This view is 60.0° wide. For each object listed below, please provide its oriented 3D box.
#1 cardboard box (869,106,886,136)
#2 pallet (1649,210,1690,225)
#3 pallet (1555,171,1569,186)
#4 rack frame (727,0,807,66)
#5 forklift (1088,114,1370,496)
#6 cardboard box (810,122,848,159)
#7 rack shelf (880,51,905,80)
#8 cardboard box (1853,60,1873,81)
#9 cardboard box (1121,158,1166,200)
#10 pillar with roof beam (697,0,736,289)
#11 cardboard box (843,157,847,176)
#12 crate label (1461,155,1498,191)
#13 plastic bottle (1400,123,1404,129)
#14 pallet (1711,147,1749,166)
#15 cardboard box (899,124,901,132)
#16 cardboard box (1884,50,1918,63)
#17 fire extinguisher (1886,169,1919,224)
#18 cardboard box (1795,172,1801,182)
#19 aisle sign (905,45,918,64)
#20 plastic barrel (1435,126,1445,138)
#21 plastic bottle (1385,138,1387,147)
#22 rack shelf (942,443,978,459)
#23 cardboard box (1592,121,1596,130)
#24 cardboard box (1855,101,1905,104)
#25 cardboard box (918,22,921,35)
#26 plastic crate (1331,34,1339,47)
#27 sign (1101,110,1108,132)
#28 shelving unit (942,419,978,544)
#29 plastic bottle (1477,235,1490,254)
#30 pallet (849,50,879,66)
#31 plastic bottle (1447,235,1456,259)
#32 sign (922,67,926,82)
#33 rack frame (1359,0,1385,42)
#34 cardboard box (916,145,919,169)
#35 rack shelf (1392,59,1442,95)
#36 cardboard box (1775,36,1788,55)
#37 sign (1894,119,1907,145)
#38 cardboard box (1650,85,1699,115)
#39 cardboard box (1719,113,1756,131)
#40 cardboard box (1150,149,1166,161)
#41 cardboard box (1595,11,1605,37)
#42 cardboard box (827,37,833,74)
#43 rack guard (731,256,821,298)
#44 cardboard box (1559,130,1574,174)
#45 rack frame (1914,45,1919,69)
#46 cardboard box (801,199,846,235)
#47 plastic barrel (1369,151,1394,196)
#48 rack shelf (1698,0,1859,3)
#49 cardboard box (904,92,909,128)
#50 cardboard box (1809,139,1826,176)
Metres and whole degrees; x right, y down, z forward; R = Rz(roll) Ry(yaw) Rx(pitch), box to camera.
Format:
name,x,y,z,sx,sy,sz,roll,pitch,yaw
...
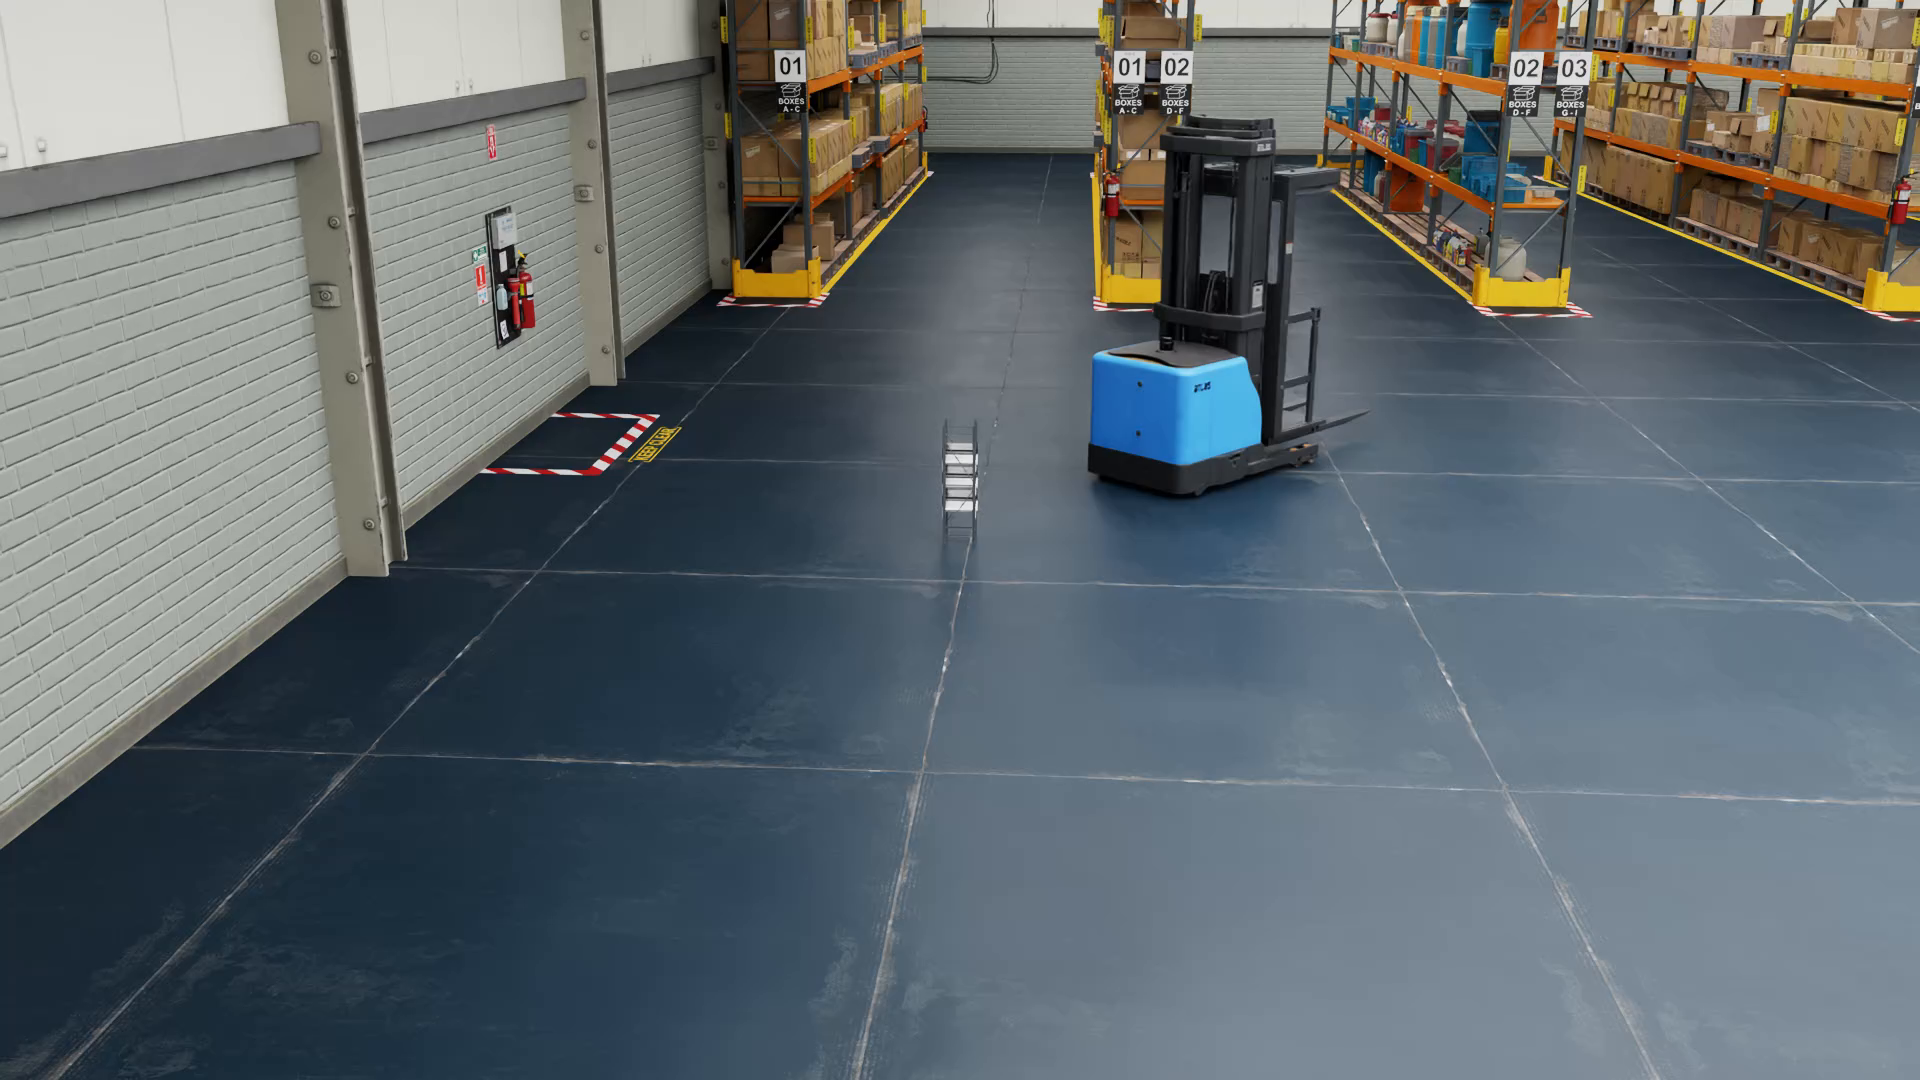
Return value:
name,x,y,z,sx,sy,sz,roll,pitch,yaw
cardboard box,-1.621,-7.553,29.985,0.500,0.500,0.500,2,18,6
pallet,13.043,-5.796,29.771,1.003,0.211,1.213,1,18,4
pallet,13.505,-7.787,35.849,1.003,0.211,1.213,1,18,4
rack frame,-2.484,-7.575,21.090,1.000,3.000,0.127,1,18,4
forklift,2.480,-2.123,14.196,3.031,2.935,1.130,-17,25,-42
cardboard box,-1.953,-5.953,24.777,0.500,0.500,0.500,1,18,4
rack shelf,-1.767,-8.914,31.148,1.077,0.370,4.000,1,18,4
cardboard box,12.197,-6.217,22.001,0.500,0.250,0.500,2,18,5
cardboard box,2.503,-4.807,22.117,0.700,0.500,0.500,1,18,4
pillar with roof beam,0.997,-7.716,21.519,9.100,9.000,0.400,1,18,4
cardboard box,-1.973,-5.597,24.895,0.500,0.250,0.500,1,18,4
crate label,7.259,-5.098,23.107,0.502,0.435,0.616,1,18,4
plastic bottle,8.354,-7.725,31.387,0.097,0.271,0.097,0,18,0
pallet,12.810,-6.171,26.746,1.003,0.211,1.213,1,18,4
cardboard box,-1.360,-8.151,32.854,0.380,0.149,0.250,2,18,5
cardboard box,12.092,-6.195,21.296,0.380,0.149,0.250,0,18,2
fire extinguisher,11.870,-4.331,20.947,0.296,0.674,0.183,1,18,4
cardboard box,12.279,-5.222,23.947,0.380,0.149,0.250,1,18,4
aisle sign,-1.033,-10.945,36.833,0.394,0.787,0.004,1,18,4
plastic barrel,8.080,-6.586,27.526,0.421,0.512,0.421,0,18,0
plastic bottle,7.601,-7.064,29.484,0.097,0.201,0.097,0,18,0
rack shelf,0.001,-0.655,12.217,0.258,0.077,0.200,1,18,4
cardboard box,12.948,-8.342,33.468,0.380,0.149,0.250,2,18,5
cardboard box,12.795,-5.843,23.193,0.500,0.500,0.500,1,18,4
cardboard box,-1.125,-11.062,35.953,0.500,0.250,0.500,2,18,6
plastic crate,8.239,-10.723,35.722,0.497,0.269,0.590,1,18,4
sign,2.202,-6.379,25.342,0.100,0.325,0.005,1,18,4
shelving unit,0.001,-0.430,12.291,0.258,0.900,0.210,1,18,4
plastic bottle,7.762,-4.390,24.671,0.152,0.276,0.135,1,18,4
pallet,-1.976,-7.815,26.939,1.213,0.211,1.003,1,18,4
plastic bottle,7.168,-4.264,24.166,0.144,0.351,0.185,1,18,3
sign,-0.797,-10.340,36.923,0.100,0.325,0.005,1,18,4
rack frame,8.257,-11.081,31.789,1.000,3.000,0.127,1,18,4
cardboard box,-1.288,-8.486,36.843,0.700,0.500,0.500,1,18,4
rack shelf,7.827,-7.450,26.682,1.077,0.370,4.000,1,18,4
cardboard box,12.592,-7.491,25.190,0.396,0.266,0.258,2,18,6
sign,11.785,-5.112,20.839,0.100,0.325,0.005,1,18,4
cardboard box,13.070,-8.039,30.369,0.797,0.503,0.637,2,18,6
cardboard box,12.972,-6.780,27.463,0.700,0.500,0.500,4,19,12
cardboard box,2.700,-5.088,21.931,0.380,0.149,0.250,1,18,4
cardboard box,13.351,-10.586,34.099,0.700,0.500,0.500,0,18,0
cardboard box,-2.087,-6.800,23.347,0.500,0.500,0.500,2,18,7
rack guard,-2.479,-3.560,22.486,1.175,0.500,0.348,1,18,4
cardboard box,13.518,-8.351,35.831,0.875,0.875,0.875,1,18,4
rack frame,12.337,-7.244,20.078,1.000,3.000,0.127,1,18,4
cardboard box,-2.161,-5.217,26.835,0.700,0.500,0.500,2,18,6
plastic barrel,8.151,-7.044,31.799,0.600,0.901,0.708,1,18,4
rack shelf,12.768,-8.575,25.939,1.077,0.370,4.000,1,18,4
cardboard box,-1.569,-8.762,33.865,0.980,0.700,0.700,2,18,5
cardboard box,12.524,-5.374,23.367,0.875,0.500,0.500,1,18,4
